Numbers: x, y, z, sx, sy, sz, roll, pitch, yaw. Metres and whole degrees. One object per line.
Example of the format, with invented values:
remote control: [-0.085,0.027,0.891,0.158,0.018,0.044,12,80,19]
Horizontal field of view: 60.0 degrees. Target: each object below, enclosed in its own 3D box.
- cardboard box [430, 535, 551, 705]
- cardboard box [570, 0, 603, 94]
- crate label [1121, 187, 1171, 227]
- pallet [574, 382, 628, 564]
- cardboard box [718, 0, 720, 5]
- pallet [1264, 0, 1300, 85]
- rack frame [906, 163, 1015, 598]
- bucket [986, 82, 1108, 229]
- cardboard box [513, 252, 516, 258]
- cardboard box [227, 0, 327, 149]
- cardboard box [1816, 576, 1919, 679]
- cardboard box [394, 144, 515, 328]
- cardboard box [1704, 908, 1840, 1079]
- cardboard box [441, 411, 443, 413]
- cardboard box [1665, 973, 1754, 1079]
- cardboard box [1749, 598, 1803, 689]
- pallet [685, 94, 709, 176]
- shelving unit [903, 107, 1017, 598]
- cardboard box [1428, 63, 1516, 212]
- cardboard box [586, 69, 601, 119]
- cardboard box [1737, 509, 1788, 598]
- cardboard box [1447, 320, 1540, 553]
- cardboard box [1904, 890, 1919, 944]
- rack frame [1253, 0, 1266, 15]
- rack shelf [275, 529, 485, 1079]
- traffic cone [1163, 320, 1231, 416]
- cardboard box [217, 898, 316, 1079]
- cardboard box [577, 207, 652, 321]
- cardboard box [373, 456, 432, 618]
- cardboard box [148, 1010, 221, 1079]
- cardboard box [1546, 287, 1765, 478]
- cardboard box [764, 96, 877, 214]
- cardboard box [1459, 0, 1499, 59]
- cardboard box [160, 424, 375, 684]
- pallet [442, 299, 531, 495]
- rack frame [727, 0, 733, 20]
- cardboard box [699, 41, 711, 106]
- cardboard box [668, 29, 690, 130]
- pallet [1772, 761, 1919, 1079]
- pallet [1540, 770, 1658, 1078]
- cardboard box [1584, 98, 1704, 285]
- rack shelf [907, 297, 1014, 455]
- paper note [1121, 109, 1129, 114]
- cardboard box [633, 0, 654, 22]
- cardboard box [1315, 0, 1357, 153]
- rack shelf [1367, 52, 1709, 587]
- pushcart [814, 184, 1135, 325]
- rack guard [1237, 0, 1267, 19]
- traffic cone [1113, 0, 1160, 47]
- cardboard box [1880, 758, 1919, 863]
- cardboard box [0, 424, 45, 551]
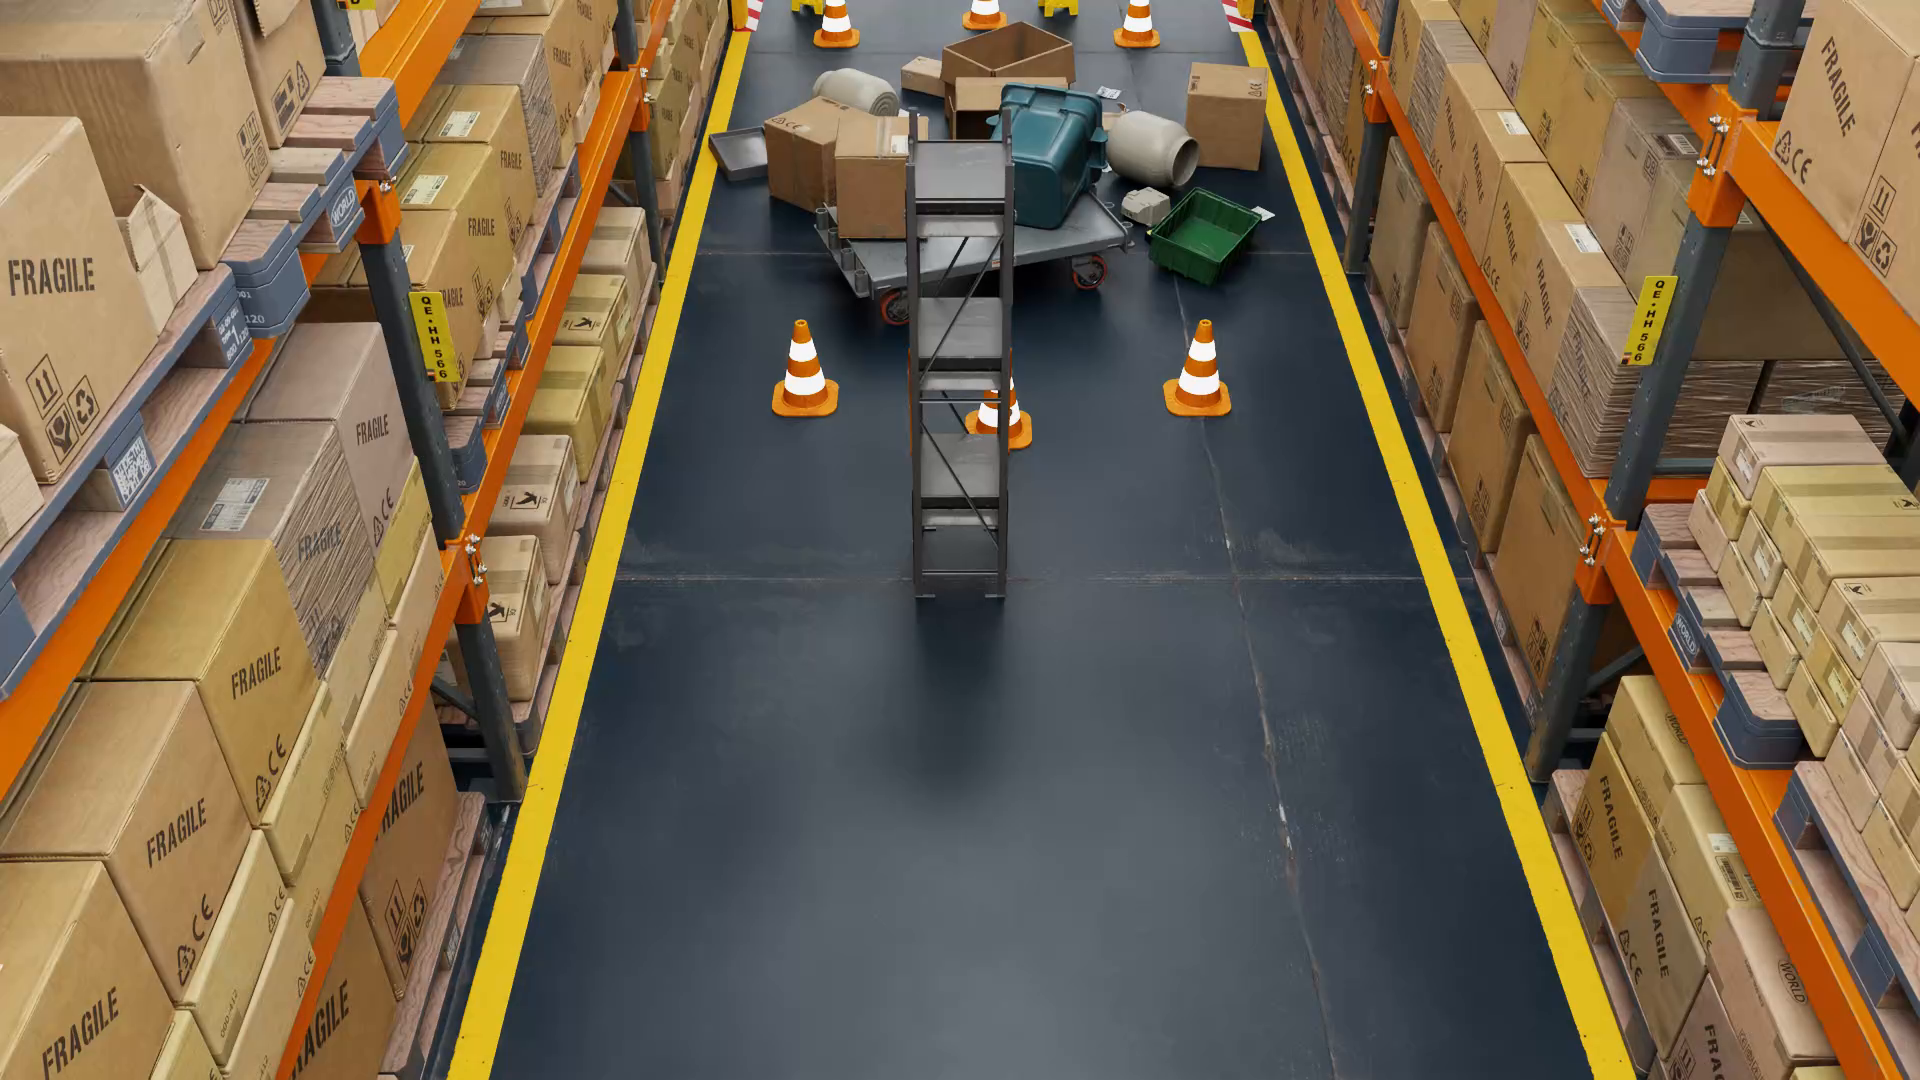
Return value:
cardboard box: [-2.193,0.328,6.707,0.950,0.372,0.625,-2,39,-3]
cardboard box: [-1.975,-2.402,7.695,0.500,0.500,0.500,0,39,0]
crate label: [1.140,-2.048,10.196,0.298,0.136,0.250,-28,46,-30]
pallet: [-2.200,-0.342,8.007,1.003,0.211,1.213,0,39,0]
cardboard box: [-1.949,-4.066,11.688,0.500,0.500,0.500,0,39,0]
pallet: [2.818,-3.661,12.150,1.003,0.211,1.213,0,39,0]
rack frame: [0.000,-0.563,6.774,0.400,2.100,0.015,0,39,0]
bucket: [0.438,-2.147,9.433,0.726,0.611,0.620,13,50,15]
cardboard box: [-1.995,-1.120,6.614,0.380,0.149,0.250,2,39,3]
cardboard box: [-2.051,-1.319,4.180,0.797,0.503,0.637,-2,39,-3]
cardboard box: [2.553,0.231,4.452,0.380,0.149,0.250,-2,39,-2]
cardboard box: [-1.979,-1.106,6.078,0.500,0.500,0.500,2,39,2]
cardboard box: [2.495,1.330,4.755,0.500,0.250,0.500,0,39,0]
cardboard box: [-2.016,-0.449,5.777,0.380,0.149,0.250,-2,39,-3]
cardboard box: [2.503,1.643,4.965,0.500,0.500,0.500,-1,39,-1]
cardboard box: [2.548,0.304,4.837,0.380,0.149,0.250,2,39,2]
pallet: [-2.247,-2.778,11.048,1.003,0.211,1.213,0,39,0]
shelving unit: [0.000,-0.716,6.964,0.431,2.100,0.503,0,39,0]
cardboard box: [2.474,-1.830,7.555,0.500,0.500,0.500,0,39,0]
cardboard box: [-1.911,-2.100,7.836,0.380,0.149,0.250,-1,39,-1]
cardboard box: [2.550,0.043,4.924,0.380,0.149,0.250,2,39,2]
cardboard box: [2.833,-0.460,7.389,1.050,0.750,0.750,1,39,1]
cardboard box: [2.549,0.959,4.019,0.380,0.149,0.250,-1,39,-2]
rack frame: [2.739,-5.250,11.902,1.000,3.000,0.127,0,39,0]
rack shelf: [-2.200,1.351,4.240,1.077,0.370,4.000,0,39,0]
traffic cone: [1.235,-0.919,8.526,0.336,0.463,0.334,0,39,0]
cardboard box: [-1.912,1.148,4.039,0.500,0.250,0.500,-1,39,-1]
cardboard box: [-2.203,-1.492,8.978,0.950,0.372,0.625,0,39,1]
cardboard box: [-1.947,-0.014,5.089,0.500,0.250,0.500,0,39,0]
cardboard box: [-1.918,1.268,3.489,0.500,0.250,0.500,0,39,1]
cardboard box: [2.479,-0.567,5.979,0.500,0.500,0.500,0,39,0]
cardboard box: [-0.847,-2.378,10.316,0.500,0.500,0.500,28,46,30]
cardboard box: [2.752,-2.545,7.648,0.700,0.500,0.500,-1,39,-1]
cardboard box: [-1.931,0.035,4.428,0.500,0.500,0.500,1,39,1]
pallet: [-2.309,-0.551,6.192,1.213,0.211,1.003,0,39,0]
rack frame: [-2.211,-5.183,11.819,1.000,3.000,0.127,0,39,0]
cardboard box: [-1.942,-3.117,11.104,0.500,0.250,0.500,-1,39,-2]
cardboard box: [-1.950,-2.769,10.070,0.500,0.500,0.500,1,39,2]
pallet: [2.791,1.066,4.175,1.003,0.211,1.213,0,39,0]
pallet: [2.747,1.330,5.921,1.003,0.211,1.213,0,39,0]
cardboard box: [2.756,-1.273,6.060,0.700,0.500,0.500,-1,39,-1]
rack shelf: [0.000,-0.705,6.973,0.431,0.518,0.480,0,39,0]
paper note: [1.121,-2.930,11.399,0.032,0.001,0.123,20,43,23]
cardboard box: [-1.928,-3.112,8.917,0.500,0.500,0.500,0,39,0]
cardboard box: [2.808,-3.040,10.508,0.875,0.875,0.875,0,39,0]
rack shelf: [2.746,-1.217,7.445,1.077,0.370,4.000,0,39,0]
pushcart: [0.073,-1.691,9.558,1.648,0.377,0.936,-13,40,-16]
rack guard: [2.739,-4.289,12.702,1.175,0.500,0.348,0,39,0]
traffic cone: [1.319,-3.927,12.280,0.336,0.463,0.334,0,39,0]
cardboard box: [2.551,0.679,4.131,0.380,0.149,0.250,0,39,0]
cardboard box: [-1.849,-0.103,2.853,0.396,0.266,0.258,3,39,4]
